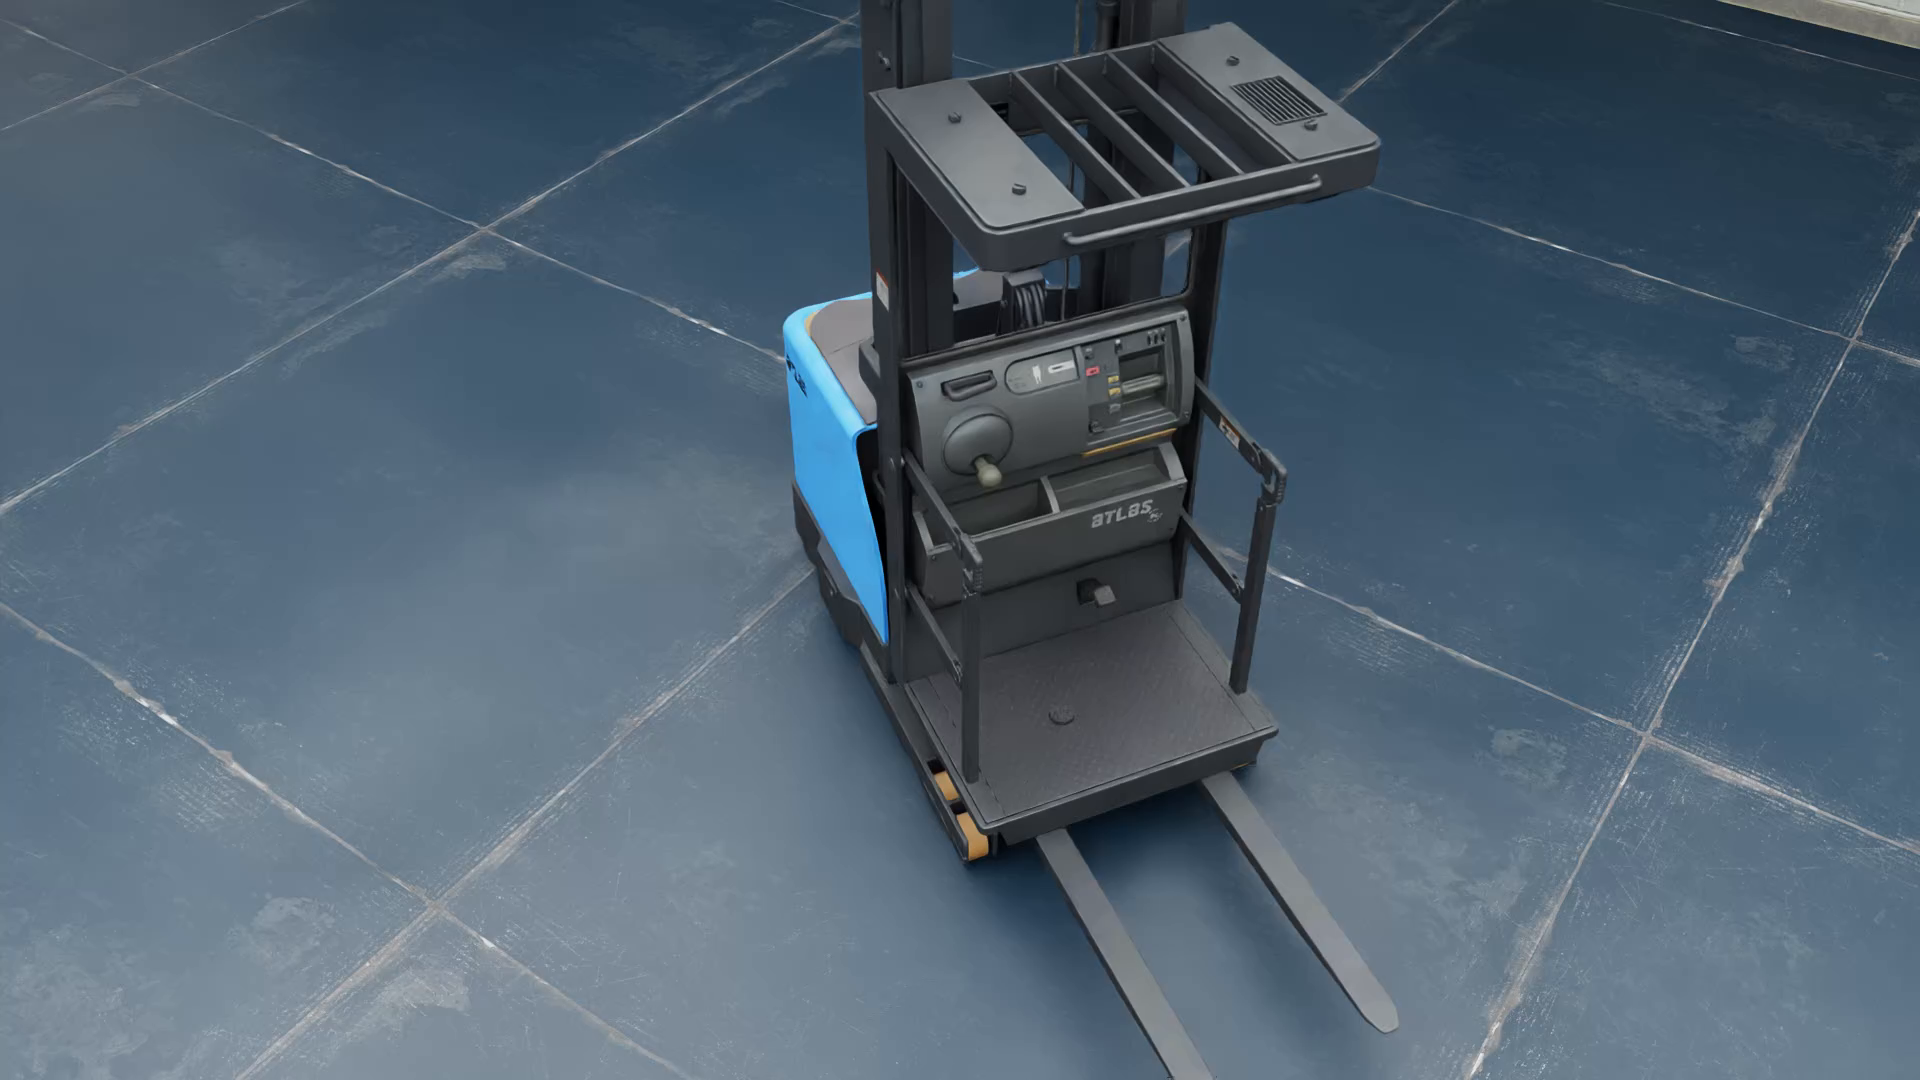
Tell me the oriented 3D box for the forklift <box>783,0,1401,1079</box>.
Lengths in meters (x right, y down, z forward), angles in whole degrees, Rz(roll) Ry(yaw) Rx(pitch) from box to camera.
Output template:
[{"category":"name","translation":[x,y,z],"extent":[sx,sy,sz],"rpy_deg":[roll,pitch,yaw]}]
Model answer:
[{"category":"forklift","translation":[0.381,-0.352,4.945],"extent":[1.130,2.935,3.031],"rpy_deg":[-16,44,-17]}]

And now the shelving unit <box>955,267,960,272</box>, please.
[{"category":"shelving unit","translation":[-0.141,-0.695,6.739],"extent":[0.215,1.050,0.252],"rpy_deg":[-16,44,-17]}]

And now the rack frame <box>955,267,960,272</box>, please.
[{"category":"rack frame","translation":[-0.094,-0.620,6.656],"extent":[0.200,1.050,0.008],"rpy_deg":[-16,44,-17]}]
